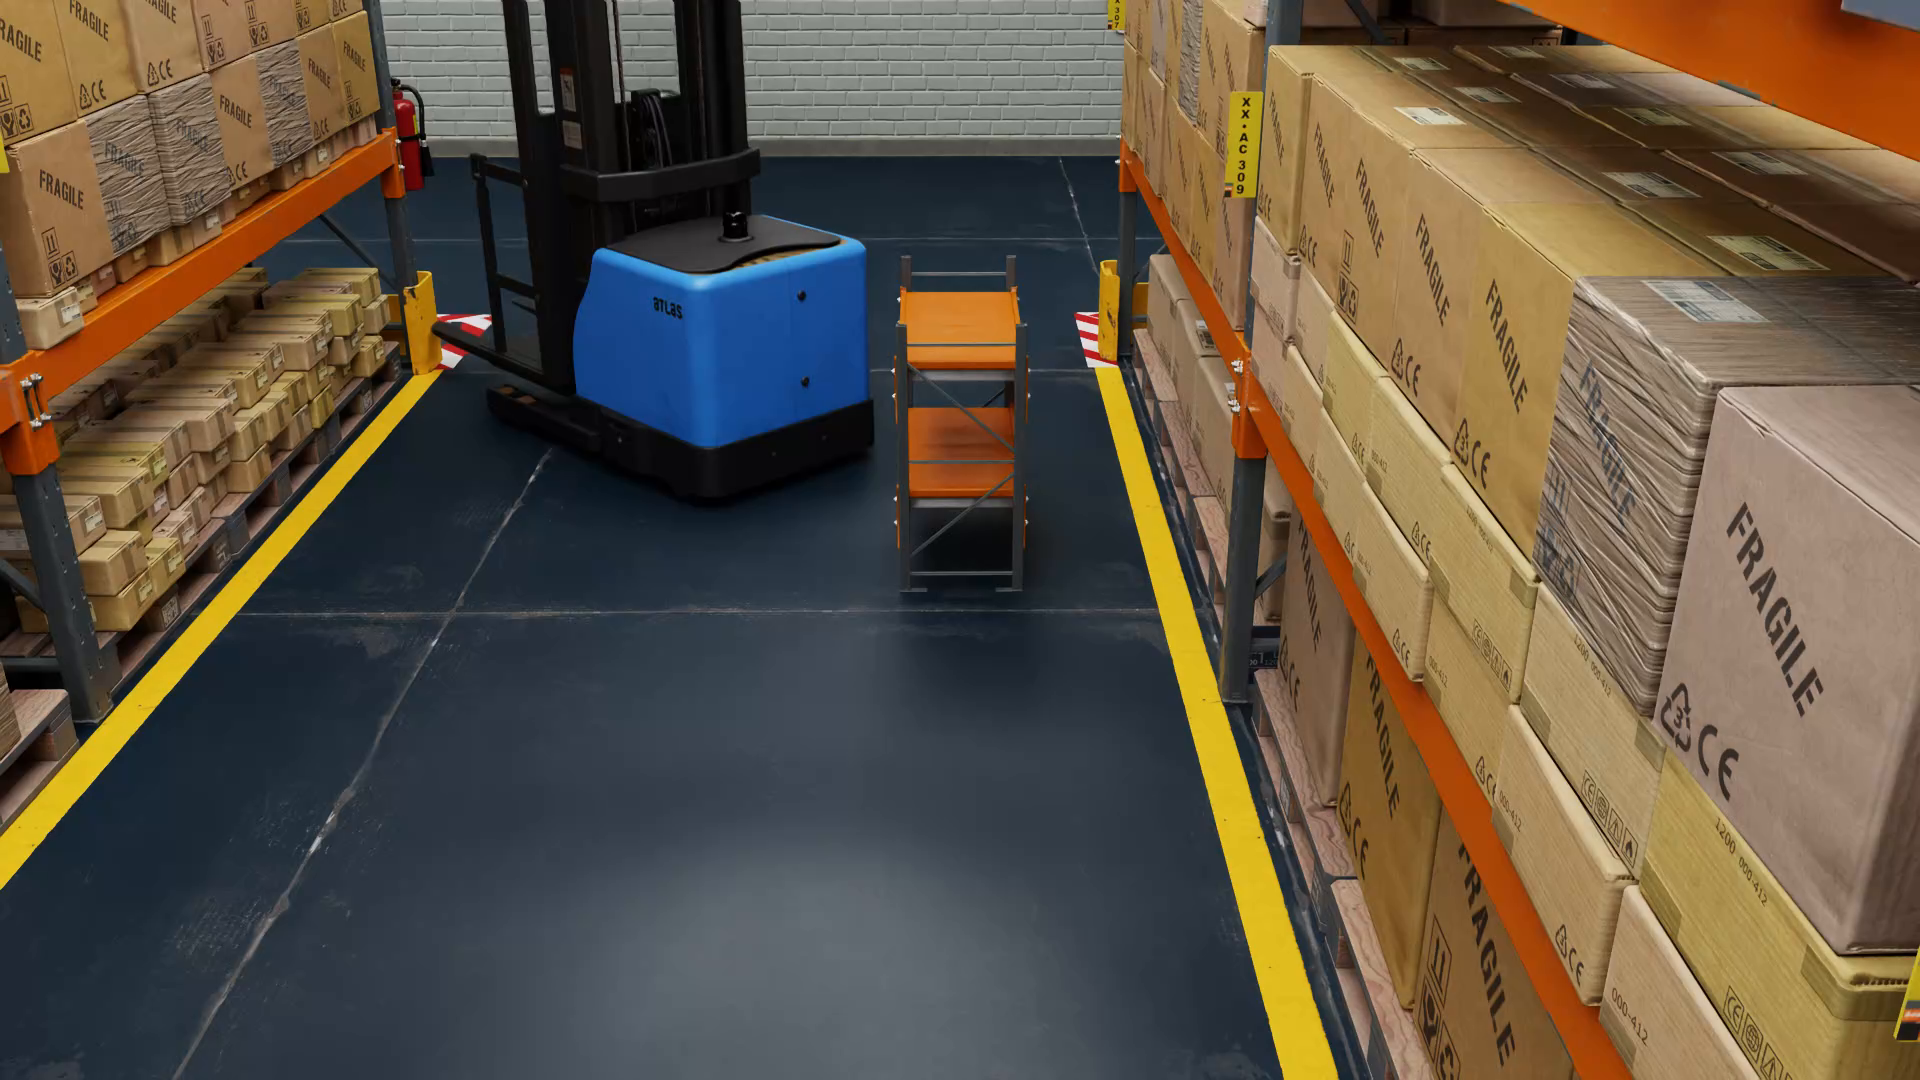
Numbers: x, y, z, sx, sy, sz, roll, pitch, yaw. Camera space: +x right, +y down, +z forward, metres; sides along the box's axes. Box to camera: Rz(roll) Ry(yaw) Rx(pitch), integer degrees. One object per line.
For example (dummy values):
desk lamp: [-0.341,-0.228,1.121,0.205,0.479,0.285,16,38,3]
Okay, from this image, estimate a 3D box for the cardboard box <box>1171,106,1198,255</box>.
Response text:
cardboard box: [1.146,-1.458,6.712,0.500,0.500,0.500,-1,24,-1]

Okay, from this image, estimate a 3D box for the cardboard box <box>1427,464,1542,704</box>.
cardboard box: [1.187,0.065,3.042,0.500,0.250,0.500,-1,24,-2]

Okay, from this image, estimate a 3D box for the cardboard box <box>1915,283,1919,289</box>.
cardboard box: [1.706,-0.065,2.419,0.500,0.500,0.500,0,24,0]

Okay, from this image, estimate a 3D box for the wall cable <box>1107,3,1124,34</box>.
wall cable: [1.310,-5.252,13.952,0.585,1.953,0.123,0,24,-1]

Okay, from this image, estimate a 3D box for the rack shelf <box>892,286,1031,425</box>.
rack shelf: [0.000,-0.782,6.904,0.538,0.278,1.000,0,24,-1]

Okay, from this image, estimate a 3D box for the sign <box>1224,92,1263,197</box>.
sign: [0.883,-1.231,5.185,0.100,0.325,0.005,0,24,-1]

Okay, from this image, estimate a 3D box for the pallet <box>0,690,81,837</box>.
pallet: [-3.500,0.852,5.110,1.003,0.211,1.213,0,24,-1]

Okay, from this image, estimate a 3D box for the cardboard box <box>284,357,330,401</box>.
cardboard box: [-3.237,-0.772,7.906,0.380,0.149,0.250,0,24,0]

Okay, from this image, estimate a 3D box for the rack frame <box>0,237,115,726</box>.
rack frame: [-3.510,-0.740,5.245,1.000,3.000,0.127,0,24,-1]

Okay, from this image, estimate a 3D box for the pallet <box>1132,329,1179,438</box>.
pallet: [1.482,-0.852,8.878,1.003,0.211,1.213,0,24,-1]

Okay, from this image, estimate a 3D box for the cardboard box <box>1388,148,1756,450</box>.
cardboard box: [1.204,-0.493,3.365,0.500,0.500,0.500,-1,24,-1]

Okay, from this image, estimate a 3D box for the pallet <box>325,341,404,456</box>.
pallet: [-3.580,-0.751,8.654,1.003,0.211,1.213,0,24,-1]

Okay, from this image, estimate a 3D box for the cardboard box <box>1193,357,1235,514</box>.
cardboard box: [1.528,-0.455,7.217,0.875,0.438,0.875,-1,24,-2]

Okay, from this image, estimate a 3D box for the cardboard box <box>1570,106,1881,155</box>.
cardboard box: [1.693,-0.699,3.822,0.500,0.500,0.500,0,24,1]

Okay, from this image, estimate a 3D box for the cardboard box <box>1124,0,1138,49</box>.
cardboard box: [1.115,-2.754,8.364,0.500,0.500,0.500,-1,24,-2]

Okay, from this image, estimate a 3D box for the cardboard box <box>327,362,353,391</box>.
cardboard box: [-3.319,-0.849,8.438,0.380,0.149,0.250,0,24,-1]

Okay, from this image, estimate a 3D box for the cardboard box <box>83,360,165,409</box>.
cardboard box: [-3.756,-0.688,7.360,0.380,0.149,0.250,0,24,0]

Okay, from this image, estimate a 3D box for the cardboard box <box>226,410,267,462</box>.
cardboard box: [-3.245,-0.451,7.197,0.380,0.149,0.250,0,24,-1]

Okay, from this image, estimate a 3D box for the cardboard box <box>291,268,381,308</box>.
cardboard box: [-3.295,-1.334,8.788,0.380,0.149,0.250,0,24,0]

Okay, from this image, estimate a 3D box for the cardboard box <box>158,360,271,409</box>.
cardboard box: [-3.299,-0.690,7.363,0.380,0.149,0.250,0,24,0]

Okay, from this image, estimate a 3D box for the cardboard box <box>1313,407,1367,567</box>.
cardboard box: [1.176,-0.128,4.075,0.500,0.250,0.500,0,24,-1]

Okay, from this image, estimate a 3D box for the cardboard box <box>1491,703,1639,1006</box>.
cardboard box: [1.195,0.496,2.696,0.500,0.250,0.500,0,24,0]

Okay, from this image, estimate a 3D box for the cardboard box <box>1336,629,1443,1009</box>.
cardboard box: [1.543,0.601,4.351,0.875,0.875,0.875,0,24,1]

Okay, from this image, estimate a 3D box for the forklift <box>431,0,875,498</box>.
forklift: [-1.808,-2.037,8.197,1.130,2.935,3.031,-22,32,-40]

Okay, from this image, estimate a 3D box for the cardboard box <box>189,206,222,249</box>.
cardboard box: [-3.249,-1.286,6.758,0.380,0.149,0.250,1,24,2]

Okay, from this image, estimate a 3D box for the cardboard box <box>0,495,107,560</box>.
cardboard box: [-3.307,-0.046,5.939,0.380,0.149,0.250,1,24,2]

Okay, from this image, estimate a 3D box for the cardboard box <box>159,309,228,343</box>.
cardboard box: [-3.805,-1.015,8.081,0.380,0.149,0.250,-1,24,-3]

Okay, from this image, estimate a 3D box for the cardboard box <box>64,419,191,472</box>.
cardboard box: [-3.328,-0.371,6.658,0.380,0.149,0.250,-1,24,-2]

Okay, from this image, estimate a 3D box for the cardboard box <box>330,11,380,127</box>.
cardboard box: [-3.292,-2.385,8.401,0.500,0.500,0.500,0,24,1]

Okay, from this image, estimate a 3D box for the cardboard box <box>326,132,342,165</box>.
cardboard box: [-3.285,-1.934,8.192,0.380,0.149,0.250,0,24,-1]

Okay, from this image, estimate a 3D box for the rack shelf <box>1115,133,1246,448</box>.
rack shelf: [1.416,-1.300,7.357,1.077,0.370,4.000,0,24,-1]

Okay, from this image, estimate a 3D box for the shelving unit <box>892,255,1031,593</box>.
shelving unit: [0.000,-0.515,7.024,0.538,1.125,1.048,0,24,-1]

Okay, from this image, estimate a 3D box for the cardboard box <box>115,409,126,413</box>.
cardboard box: [-3.738,-0.547,7.408,0.380,0.149,0.250,1,24,2]

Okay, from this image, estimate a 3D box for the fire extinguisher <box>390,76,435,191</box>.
fire extinguisher: [-3.095,-2.288,9.216,0.296,0.674,0.183,0,24,-1]

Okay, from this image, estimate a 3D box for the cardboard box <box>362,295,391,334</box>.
cardboard box: [-3.263,-1.199,8.851,0.380,0.149,0.250,-1,24,-2]

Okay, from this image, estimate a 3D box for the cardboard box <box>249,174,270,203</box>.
cardboard box: [-3.342,-1.609,7.472,0.380,0.149,0.250,-1,24,-3]

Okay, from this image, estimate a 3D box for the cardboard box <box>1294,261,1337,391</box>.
cardboard box: [1.195,-0.566,4.436,0.500,0.250,0.500,0,24,0]

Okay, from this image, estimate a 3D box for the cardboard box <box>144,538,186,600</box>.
cardboard box: [-3.196,0.107,6.323,0.380,0.149,0.250,0,24,1]

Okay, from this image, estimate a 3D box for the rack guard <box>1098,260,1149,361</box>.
rack guard: [1.394,-1.323,9.568,1.175,0.500,0.348,0,24,-1]

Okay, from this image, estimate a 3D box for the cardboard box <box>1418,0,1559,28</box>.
cardboard box: [1.694,-1.731,5.316,0.380,0.149,0.250,-1,24,-1]

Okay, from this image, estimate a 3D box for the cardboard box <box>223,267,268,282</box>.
cardboard box: [-3.888,-1.334,8.787,0.380,0.149,0.250,-1,24,-3]

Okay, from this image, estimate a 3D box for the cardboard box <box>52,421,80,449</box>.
cardboard box: [-3.752,-0.363,6.641,0.380,0.149,0.250,1,24,1]

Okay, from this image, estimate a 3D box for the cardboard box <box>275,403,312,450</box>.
cardboard box: [-3.255,-0.530,7.732,0.380,0.149,0.250,0,24,0]

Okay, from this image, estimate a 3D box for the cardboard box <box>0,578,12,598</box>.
cardboard box: [-3.775,0.101,6.337,0.380,0.149,0.250,0,24,1]

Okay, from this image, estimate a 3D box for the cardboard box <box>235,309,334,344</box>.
cardboard box: [-3.280,-1.017,8.087,0.380,0.149,0.250,-1,24,-3]

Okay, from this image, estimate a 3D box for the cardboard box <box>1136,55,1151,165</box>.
cardboard box: [1.146,-2.090,8.109,0.500,0.500,0.500,-1,24,-1]

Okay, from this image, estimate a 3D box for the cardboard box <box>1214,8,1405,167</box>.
cardboard box: [1.157,-1.498,5.587,0.500,0.500,0.500,0,24,-1]

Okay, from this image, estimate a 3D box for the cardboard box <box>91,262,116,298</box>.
cardboard box: [-3.319,-0.959,6.035,0.380,0.149,0.250,-1,24,-3]

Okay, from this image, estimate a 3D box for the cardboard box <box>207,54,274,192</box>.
cardboard box: [-3.281,-1.758,7.015,0.500,0.500,0.500,1,24,2]

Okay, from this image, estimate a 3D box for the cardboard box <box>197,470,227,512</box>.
cardboard box: [-3.341,-0.210,7.025,0.380,0.149,0.250,-1,24,-3]

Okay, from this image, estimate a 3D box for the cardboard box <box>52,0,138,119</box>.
cardboard box: [-3.293,-1.777,5.843,0.500,0.500,0.500,-1,24,-2]

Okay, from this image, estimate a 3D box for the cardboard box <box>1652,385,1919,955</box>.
cardboard box: [1.215,0.132,1.984,0.500,0.500,0.500,-1,24,-2]

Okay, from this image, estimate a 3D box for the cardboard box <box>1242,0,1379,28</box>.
cardboard box: [1.117,-1.726,5.303,0.380,0.149,0.250,-1,24,-2]

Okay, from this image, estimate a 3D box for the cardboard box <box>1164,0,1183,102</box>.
cardboard box: [1.147,-2.123,6.970,0.500,0.500,0.500,0,24,0]

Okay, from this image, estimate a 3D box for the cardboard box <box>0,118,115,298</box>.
cardboard box: [-3.264,-1.126,5.617,0.500,0.500,0.500,-1,24,-2]

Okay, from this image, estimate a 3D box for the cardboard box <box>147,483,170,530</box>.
cardboard box: [-3.326,-0.122,6.469,0.380,0.149,0.250,0,24,-1]

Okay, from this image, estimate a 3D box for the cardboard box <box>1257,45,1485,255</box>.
cardboard box: [1.156,-1.122,4.756,0.500,0.500,0.500,0,24,0]

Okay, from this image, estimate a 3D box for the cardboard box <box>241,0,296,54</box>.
cardboard box: [-3.280,-2.414,7.252,0.500,0.500,0.500,1,24,2]
